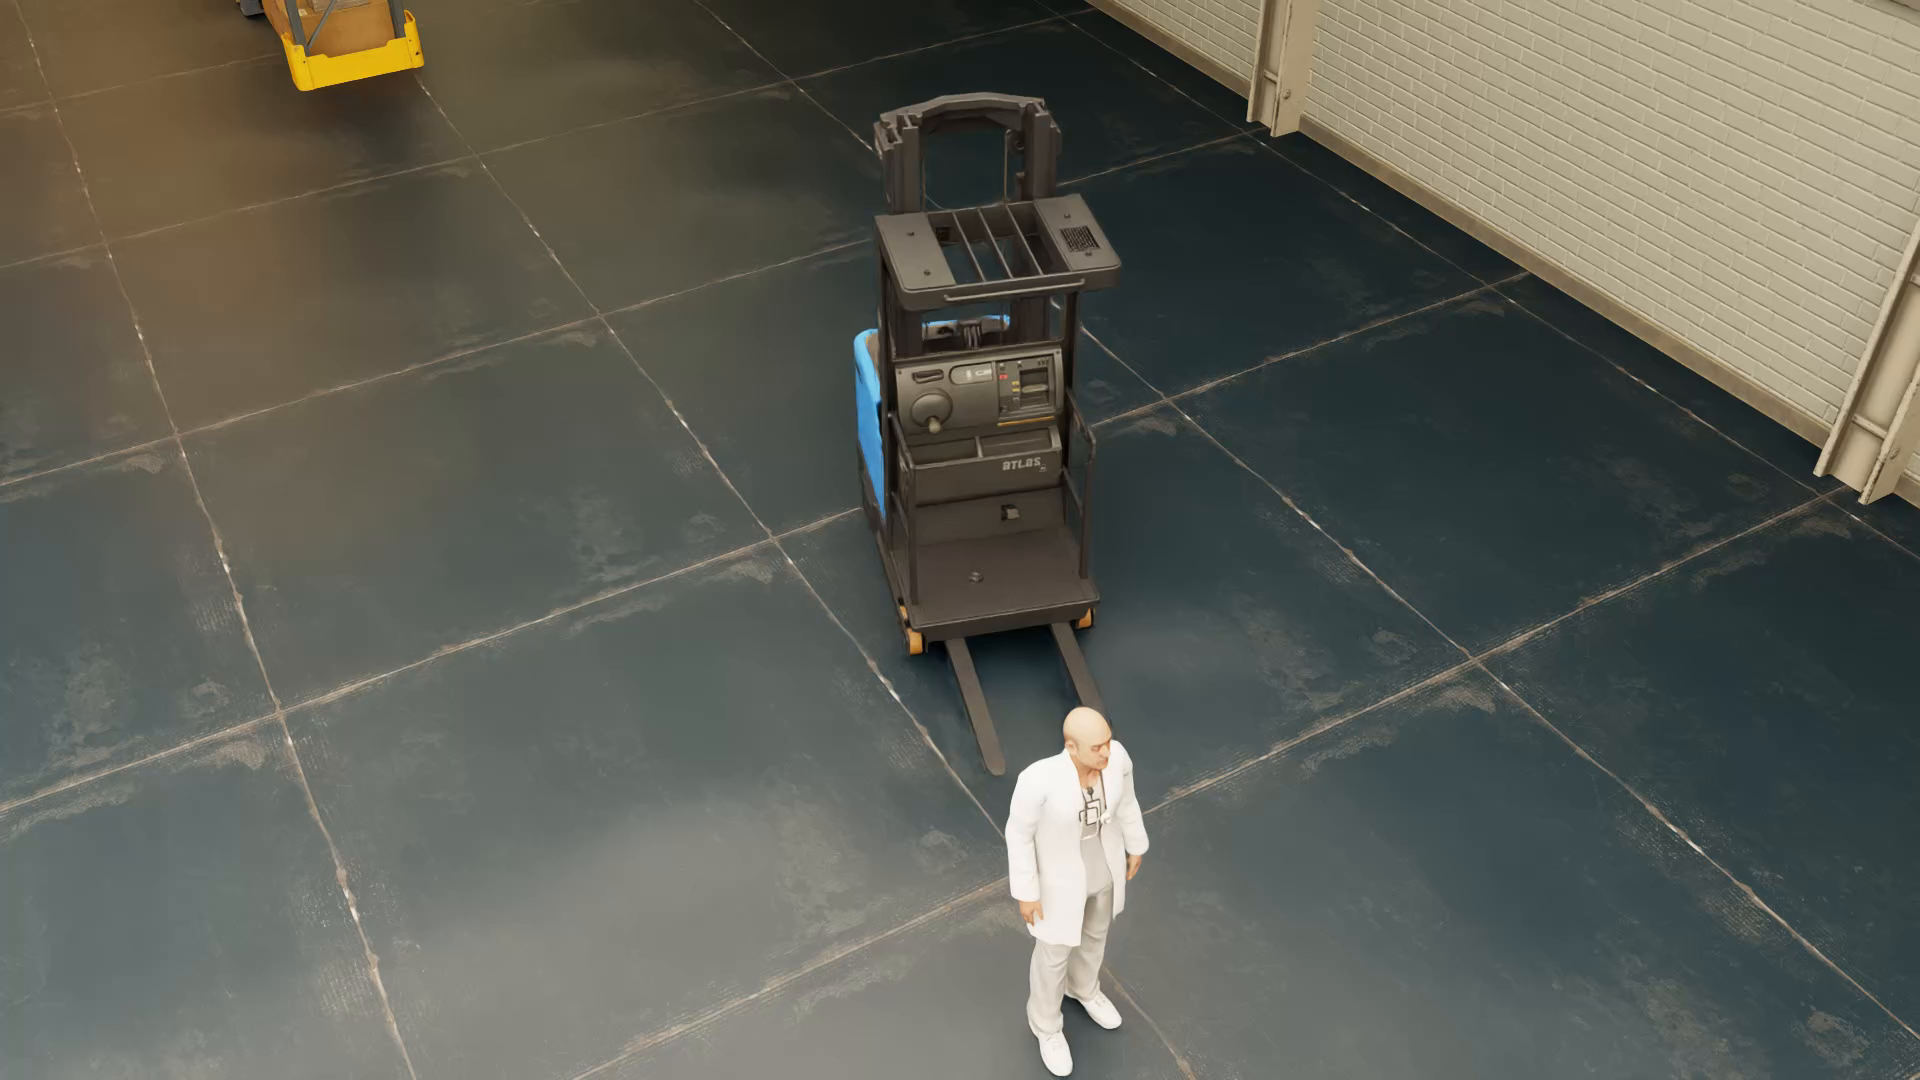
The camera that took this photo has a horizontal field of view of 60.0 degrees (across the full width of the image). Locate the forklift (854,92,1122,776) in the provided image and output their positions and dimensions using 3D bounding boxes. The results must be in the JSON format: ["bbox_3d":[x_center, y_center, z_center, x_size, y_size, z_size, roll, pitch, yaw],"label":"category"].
[{"bbox_3d":[0.161,-0.738,8.925,1.130,2.935,3.031,-8,40,-10],"label":"forklift"}]

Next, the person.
[{"bbox_3d":[0.557,1.485,7.143,0.692,1.782,0.566,-21,44,-23],"label":"person"}]
